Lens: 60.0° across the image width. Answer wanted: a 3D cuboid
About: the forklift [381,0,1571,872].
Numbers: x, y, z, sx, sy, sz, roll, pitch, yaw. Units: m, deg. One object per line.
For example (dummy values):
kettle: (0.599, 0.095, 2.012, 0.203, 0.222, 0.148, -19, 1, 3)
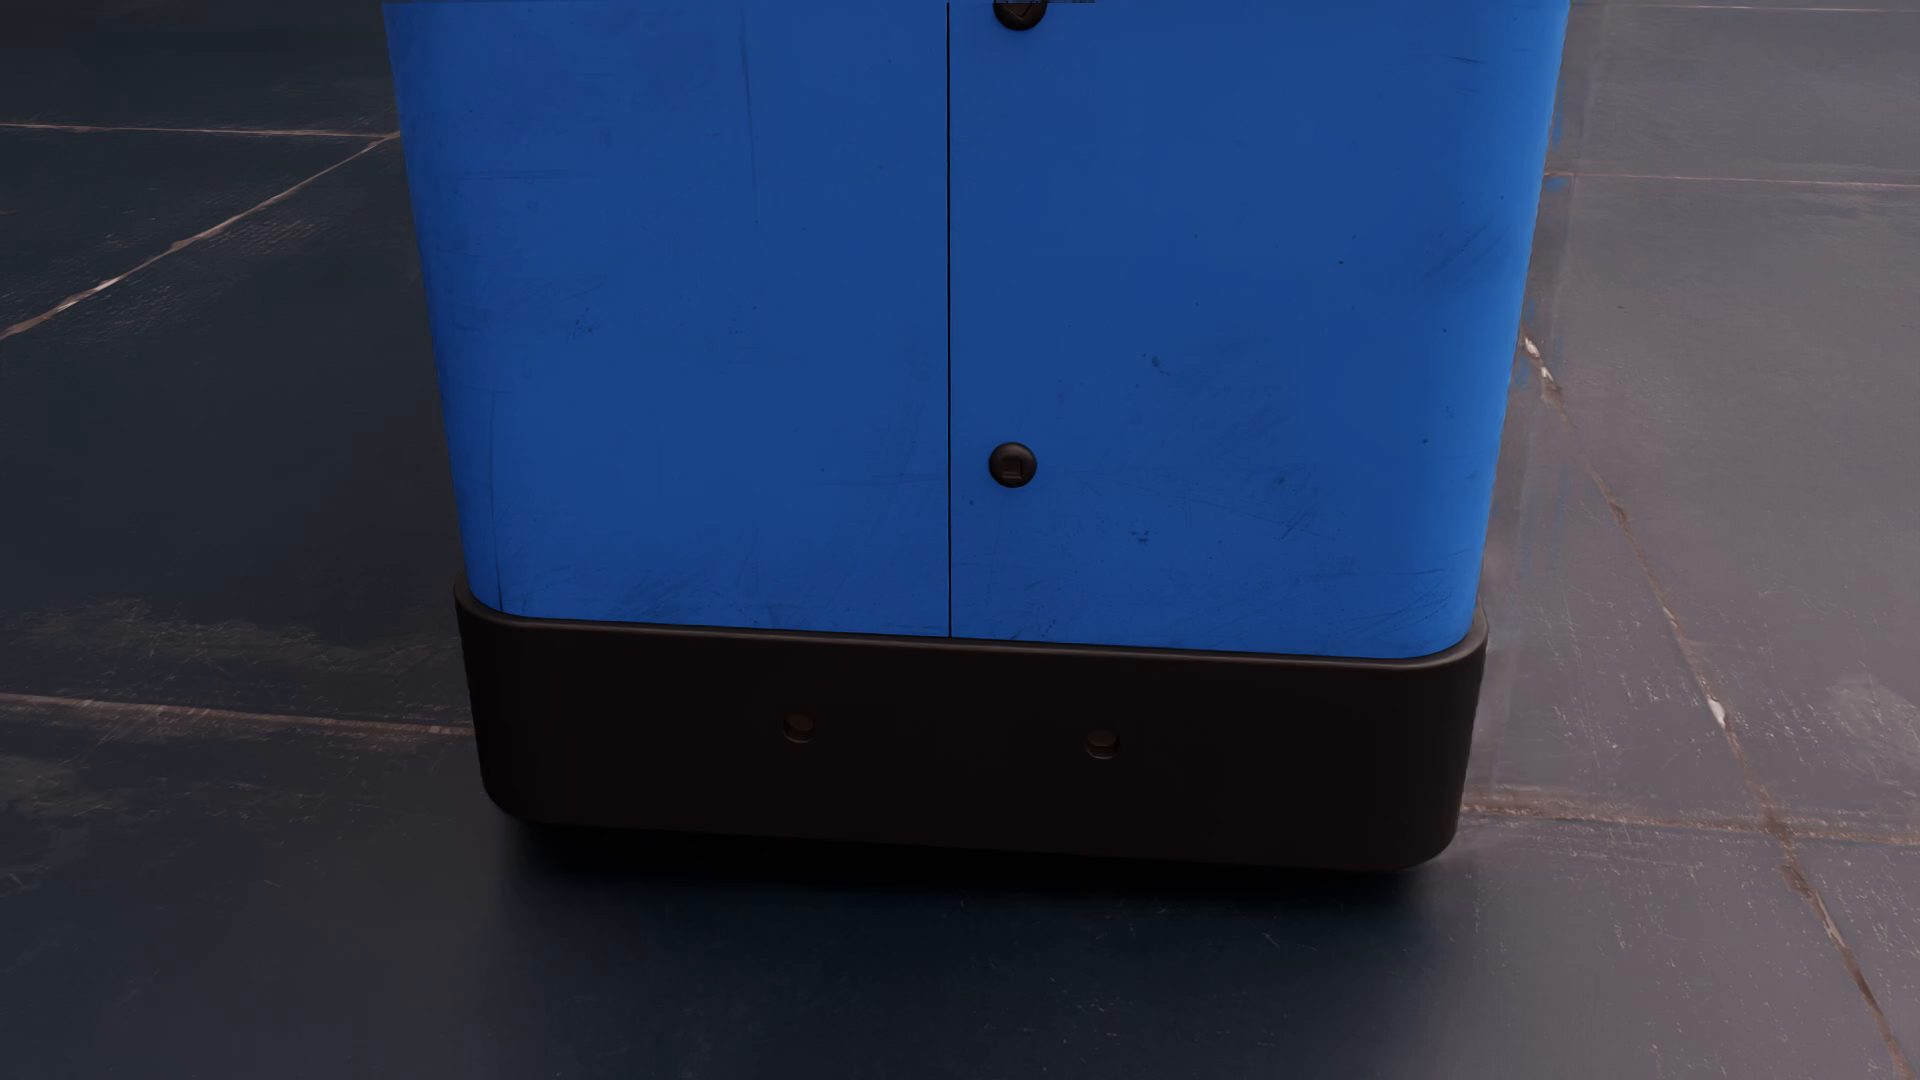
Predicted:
forklift: (0.136, -1.604, 2.432, 1.130, 2.935, 3.031, 2, 27, 5)
